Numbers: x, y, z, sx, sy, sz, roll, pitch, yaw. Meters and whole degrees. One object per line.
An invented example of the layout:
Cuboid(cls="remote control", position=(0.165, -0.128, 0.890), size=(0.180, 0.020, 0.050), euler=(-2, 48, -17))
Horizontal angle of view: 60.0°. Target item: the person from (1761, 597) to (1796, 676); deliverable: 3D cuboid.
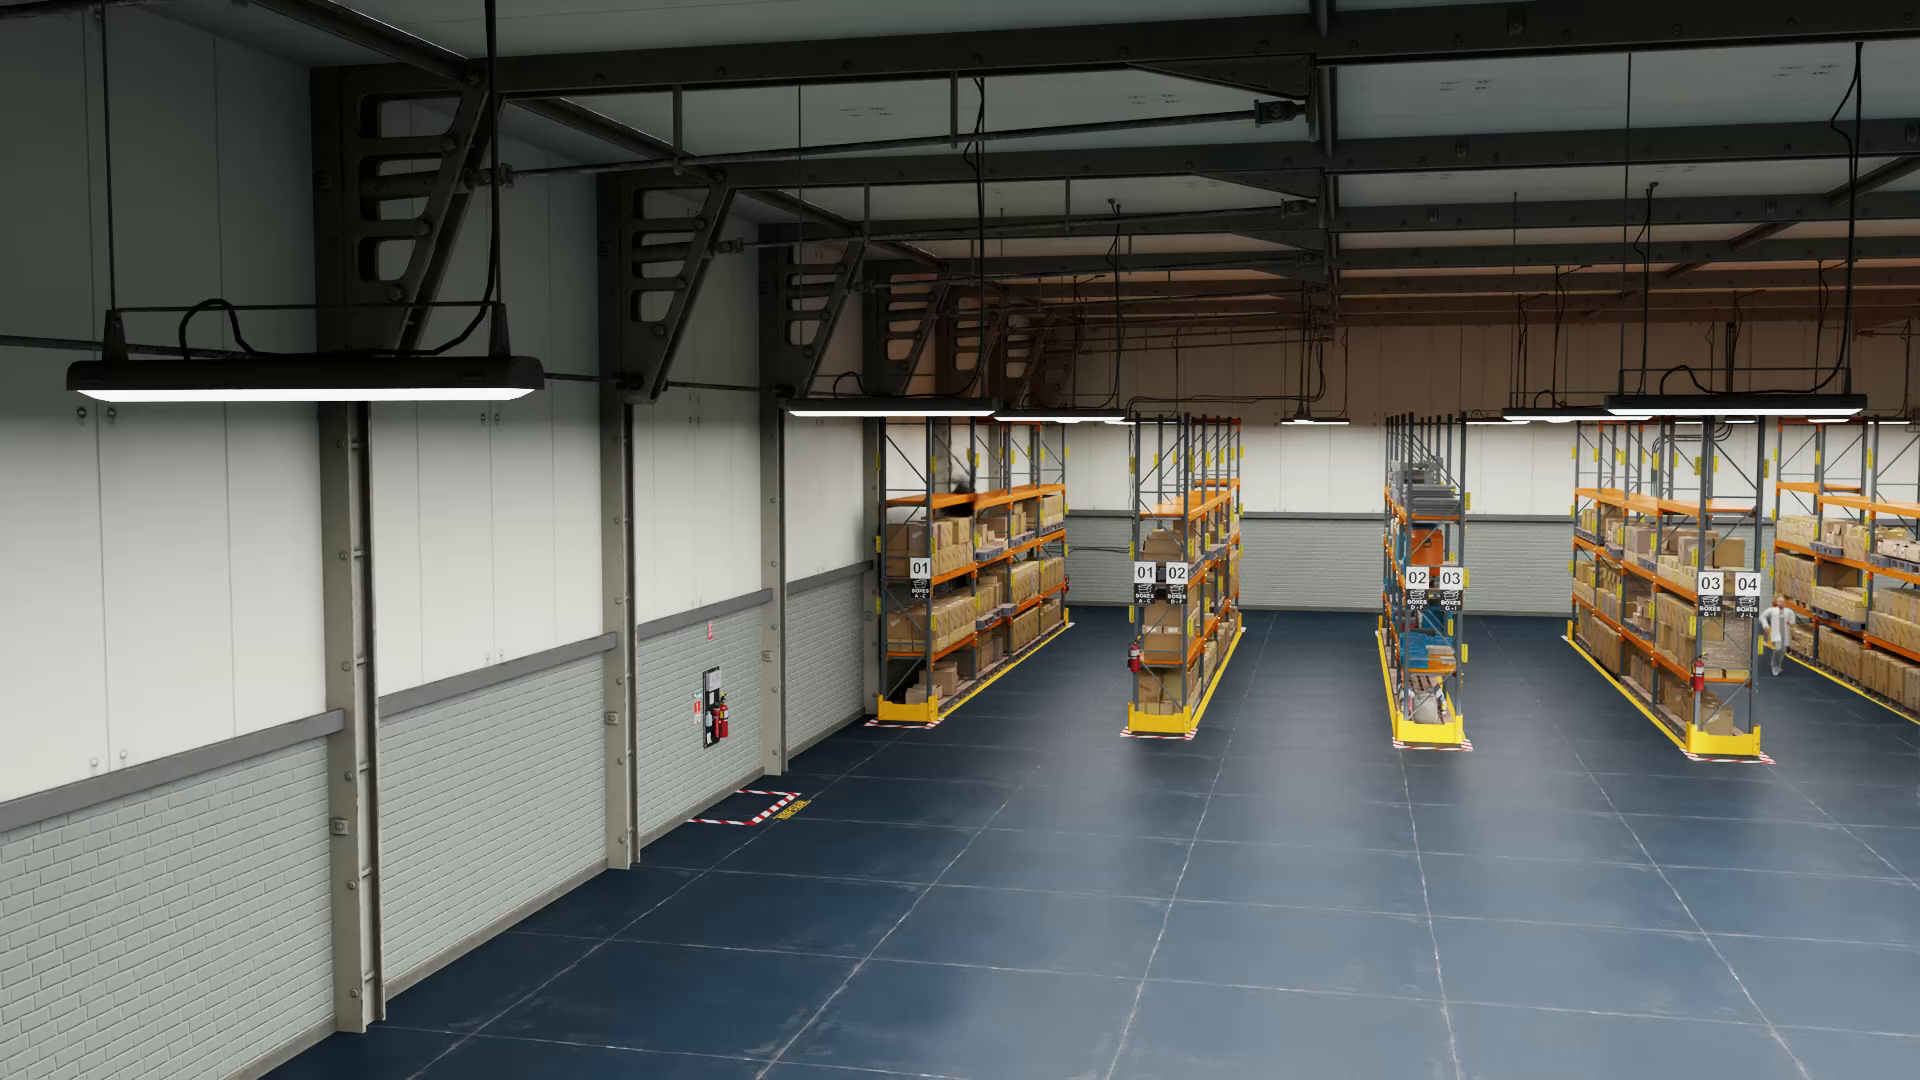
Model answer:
Cuboid(cls="person", position=(19.007, 2.233, 38.566), size=(0.671, 1.823, 0.798), euler=(0, 4, 6))

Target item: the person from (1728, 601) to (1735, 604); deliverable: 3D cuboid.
Cuboid(cls="person", position=(19.982, 1.899, 43.639), size=(0.903, 1.751, 0.729), euler=(-3, 5, -40))
